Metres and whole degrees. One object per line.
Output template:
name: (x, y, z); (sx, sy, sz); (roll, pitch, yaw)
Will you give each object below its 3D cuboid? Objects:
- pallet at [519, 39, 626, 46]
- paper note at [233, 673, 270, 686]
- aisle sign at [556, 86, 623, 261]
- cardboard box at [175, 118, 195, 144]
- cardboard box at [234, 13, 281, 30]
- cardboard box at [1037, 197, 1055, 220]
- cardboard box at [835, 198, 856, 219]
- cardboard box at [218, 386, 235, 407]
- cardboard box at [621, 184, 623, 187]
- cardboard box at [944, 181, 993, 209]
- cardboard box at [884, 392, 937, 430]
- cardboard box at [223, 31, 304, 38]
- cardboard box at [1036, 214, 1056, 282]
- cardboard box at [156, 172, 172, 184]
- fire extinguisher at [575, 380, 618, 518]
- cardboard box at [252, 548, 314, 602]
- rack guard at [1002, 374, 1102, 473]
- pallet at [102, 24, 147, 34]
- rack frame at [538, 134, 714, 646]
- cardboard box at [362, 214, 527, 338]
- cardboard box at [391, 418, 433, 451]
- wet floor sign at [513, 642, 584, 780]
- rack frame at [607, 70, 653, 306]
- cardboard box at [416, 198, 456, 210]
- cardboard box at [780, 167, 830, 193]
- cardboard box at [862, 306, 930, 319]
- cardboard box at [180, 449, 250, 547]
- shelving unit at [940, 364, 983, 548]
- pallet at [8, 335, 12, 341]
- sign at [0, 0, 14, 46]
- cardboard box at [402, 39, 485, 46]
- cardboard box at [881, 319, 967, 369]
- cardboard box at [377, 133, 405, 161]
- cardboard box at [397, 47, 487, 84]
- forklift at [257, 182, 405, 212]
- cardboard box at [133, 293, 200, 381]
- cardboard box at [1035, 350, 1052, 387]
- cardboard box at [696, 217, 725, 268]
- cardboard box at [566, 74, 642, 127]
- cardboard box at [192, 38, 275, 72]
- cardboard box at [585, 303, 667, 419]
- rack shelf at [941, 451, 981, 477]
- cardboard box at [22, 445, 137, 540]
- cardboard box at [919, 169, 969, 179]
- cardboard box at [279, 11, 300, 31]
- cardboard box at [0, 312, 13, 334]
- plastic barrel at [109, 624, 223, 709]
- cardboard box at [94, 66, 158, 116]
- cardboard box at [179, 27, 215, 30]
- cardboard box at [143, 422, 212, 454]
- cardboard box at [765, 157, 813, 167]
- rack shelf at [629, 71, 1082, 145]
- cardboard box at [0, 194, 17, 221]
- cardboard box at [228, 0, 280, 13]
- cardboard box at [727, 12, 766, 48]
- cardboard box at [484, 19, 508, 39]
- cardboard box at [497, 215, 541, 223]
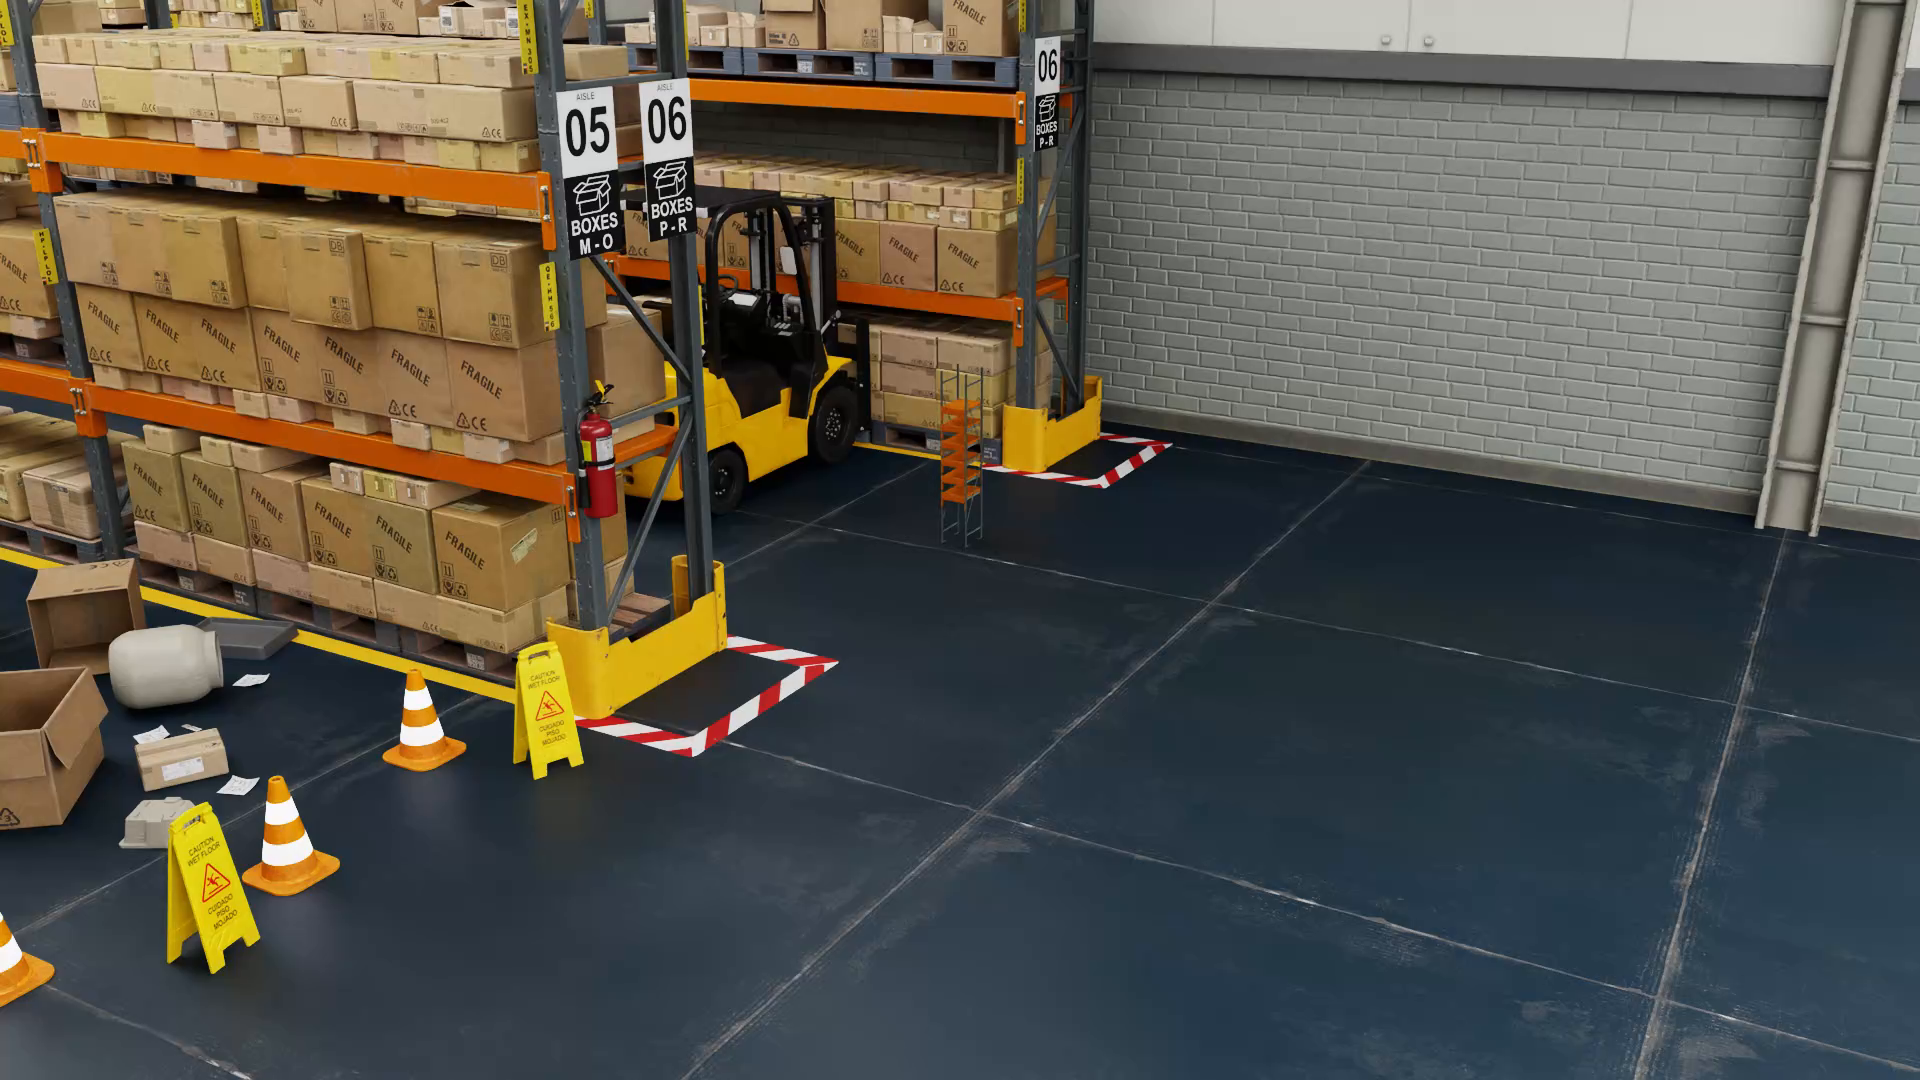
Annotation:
pallet: (-3.548, -4.252, 14.570); (1.217, 0.209, 0.805); (10, 22, 25)
paper note: (-3.918, 0.770, 9.197); (0.148, 0.019, 0.142); (3, 20, 9)
aisle sign: (-1.784, -1.771, 8.036); (0.004, 0.787, 0.394); (11, 23, 27)
cardboard box: (-4.138, -2.308, 9.299); (0.250, 0.149, 0.380); (10, 22, 26)
cardboard box: (-6.691, -4.969, 15.900); (0.250, 0.149, 0.380); (11, 23, 28)
cardboard box: (0.551, -2.609, 13.062); (0.250, 0.149, 0.380); (10, 22, 26)
cardboard box: (-0.851, -2.656, 13.191); (0.250, 0.149, 0.380); (11, 23, 28)
cardboard box: (-4.131, -0.897, 9.806); (0.250, 0.149, 0.380); (11, 23, 27)
cardboard box: (-2.974, -3.263, 14.864); (0.250, 0.149, 0.380); (10, 22, 26)
cardboard box: (0.075, -2.644, 12.722); (0.250, 0.149, 0.380); (11, 23, 27)
cardboard box: (-0.273, -1.098, 13.410); (0.500, 0.250, 0.500); (11, 23, 27)
cardboard box: (-4.067, -2.895, 9.749); (0.250, 0.149, 0.380); (12, 23, 29)
cardboard box: (0.423, -2.336, 13.259); (0.500, 0.500, 0.500); (12, 23, 29)
cardboard box: (-7.779, -3.917, 16.996); (0.637, 0.503, 0.797); (10, 22, 26)
fire extinguisher: (-1.822, -0.453, 8.328); (0.183, 0.674, 0.296); (11, 23, 27)
cardboard box: (-3.870, 0.136, 10.008); (0.500, 0.250, 0.500); (10, 22, 27)
rack guard: (0.741, -0.945, 13.236); (0.348, 0.500, 1.175); (11, 23, 27)
pallet: (-8.314, -5.140, 17.014); (1.003, 0.211, 1.213); (11, 23, 27)
rack frame: (-1.697, -0.645, 8.746); (0.127, 3.000, 1.000); (11, 23, 27)
cardboard box: (-2.688, -1.409, 8.801); (0.500, 0.500, 0.700); (11, 23, 28)
cardboard box: (-2.856, -0.618, 9.038); (0.250, 0.149, 0.380); (11, 23, 28)
wet floor sign: (-2.053, 0.811, 8.182); (0.267, 0.644, 0.232); (-16, 26, -38)
rack frame: (-2.772, -2.789, 14.655); (0.127, 3.000, 1.000); (11, 23, 27)
cardboard box: (-4.652, -3.219, 15.326); (0.500, 0.250, 0.500); (11, 23, 28)
cardboard box: (-1.248, -2.913, 13.462); (0.250, 0.149, 0.380); (11, 23, 28)
cardboard box: (-0.476, -1.803, 13.888); (0.500, 0.250, 0.500); (11, 22, 27)
cardboard box: (-4.333, -0.304, 10.121); (0.500, 0.500, 0.500); (12, 23, 29)
shelving unit: (0.013, -0.562, 11.154); (0.189, 1.200, 0.258); (11, 23, 27)
pallet: (-6.933, -1.569, 11.572); (1.213, 0.211, 1.003); (11, 23, 27)
sign: (-5.457, -2.983, 9.456); (0.005, 0.325, 0.100); (11, 23, 27)
cardboard box: (-2.769, -2.606, 8.950); (0.250, 0.149, 0.380); (11, 23, 27)
cardboard box: (-0.282, -1.566, 13.232); (0.500, 0.250, 0.500); (11, 23, 28)
cardboard box: (-2.782, -2.061, 8.619); (0.250, 0.149, 0.380); (11, 23, 28)
cardboard box: (-2.574, -2.372, 8.306); (0.250, 0.149, 0.380); (11, 22, 27)
forklift: (-4.495, -2.076, 12.790); (3.031, 2.935, 1.130); (11, 23, 28)
cardboard box: (-4.491, -1.265, 9.870); (0.500, 0.500, 0.500); (11, 23, 27)
cardboard box: (0.411, -1.404, 13.519); (0.500, 0.250, 0.500); (11, 23, 28)
cardboard box: (-2.049, -2.603, 13.995); (0.500, 0.500, 0.500); (11, 23, 28)
cardboard box: (-2.006, -2.288, 8.658); (0.500, 0.250, 0.500); (10, 22, 26)
cardboard box: (-3.910, -2.628, 9.011); (0.250, 0.149, 0.380); (10, 22, 26)
cardboard box: (-1.975, -0.994, 9.123); (0.500, 0.500, 0.500); (10, 22, 26)
rack shelf: (0.013, -0.520, 11.169); (0.180, 0.103, 0.258); (11, 23, 27)
cardboard box: (-5.648, -0.359, 11.194); (0.625, 0.372, 0.950); (11, 23, 28)
cardboard box: (-0.127, -2.874, 13.355); (0.250, 0.149, 0.380); (11, 23, 28)
cardboard box: (-6.107, -4.850, 15.519); (0.250, 0.166, 0.380); (11, 23, 27)
cardboard box: (-5.995, -1.443, 10.696); (0.250, 0.149, 0.380); (10, 22, 26)
plastic barrel: (-4.239, 0.673, 8.890); (0.512, 0.421, 0.421); (-7, 21, -20)
cardboard box: (-4.484, -2.552, 9.388); (0.500, 0.250, 0.500); (11, 22, 27)
cardboard box: (-7.269, -4.890, 16.269); (0.500, 0.250, 0.500); (11, 23, 27)
cardboard box: (-4.726, -0.656, 10.140); (0.250, 0.149, 0.380); (11, 23, 28)
cardboard box: (-1.443, -3.151, 14.120); (0.250, 0.149, 0.380); (10, 22, 26)
rack shelf: (-1.026, -3.528, 13.349); (4.000, 0.370, 1.077); (11, 23, 27)
cardboard box: (-6.310, -2.120, 10.661); (0.250, 0.149, 0.380); (10, 22, 26)
cardboard box: (-6.708, -5.090, 15.799); (0.250, 0.149, 0.380); (12, 23, 29)
cardboard box: (-1.624, -4.043, 13.148); (0.258, 0.266, 0.396); (10, 22, 26)
cardboard box: (-3.880, -4.418, 14.353); (0.250, 0.149, 0.380); (11, 23, 27)
cardboard box: (-3.781, -2.806, 14.923); (0.500, 0.250, 0.500); (11, 22, 27)
